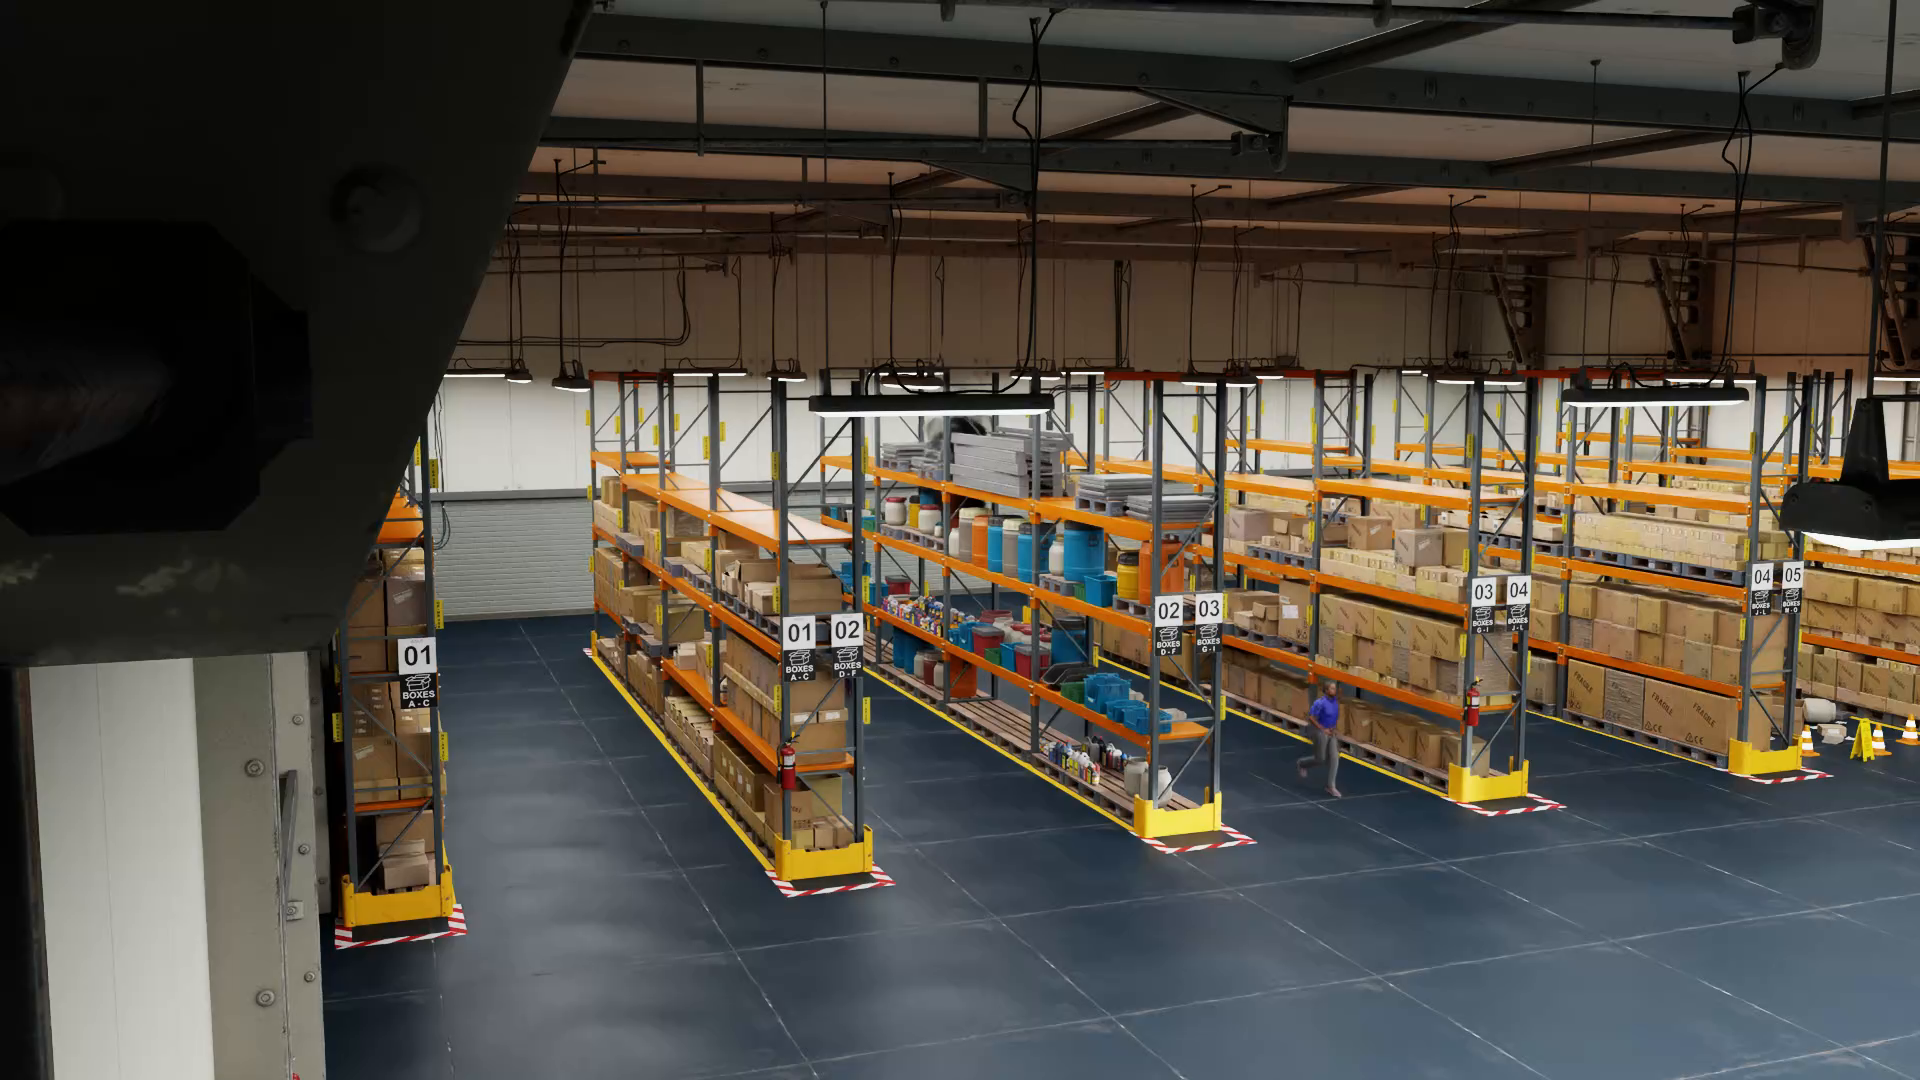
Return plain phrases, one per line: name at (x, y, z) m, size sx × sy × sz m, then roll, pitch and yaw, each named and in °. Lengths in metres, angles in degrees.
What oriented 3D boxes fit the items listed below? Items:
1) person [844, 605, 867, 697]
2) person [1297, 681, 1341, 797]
person at (-2.043, 2.049, 31.123) m, size 0.593 × 1.705 × 0.815 m, roll -3°, pitch 7°, yaw -25°
person at (5.274, 2.842, 24.168) m, size 0.599 × 1.646 × 0.858 m, roll -5°, pitch 8°, yaw -36°
